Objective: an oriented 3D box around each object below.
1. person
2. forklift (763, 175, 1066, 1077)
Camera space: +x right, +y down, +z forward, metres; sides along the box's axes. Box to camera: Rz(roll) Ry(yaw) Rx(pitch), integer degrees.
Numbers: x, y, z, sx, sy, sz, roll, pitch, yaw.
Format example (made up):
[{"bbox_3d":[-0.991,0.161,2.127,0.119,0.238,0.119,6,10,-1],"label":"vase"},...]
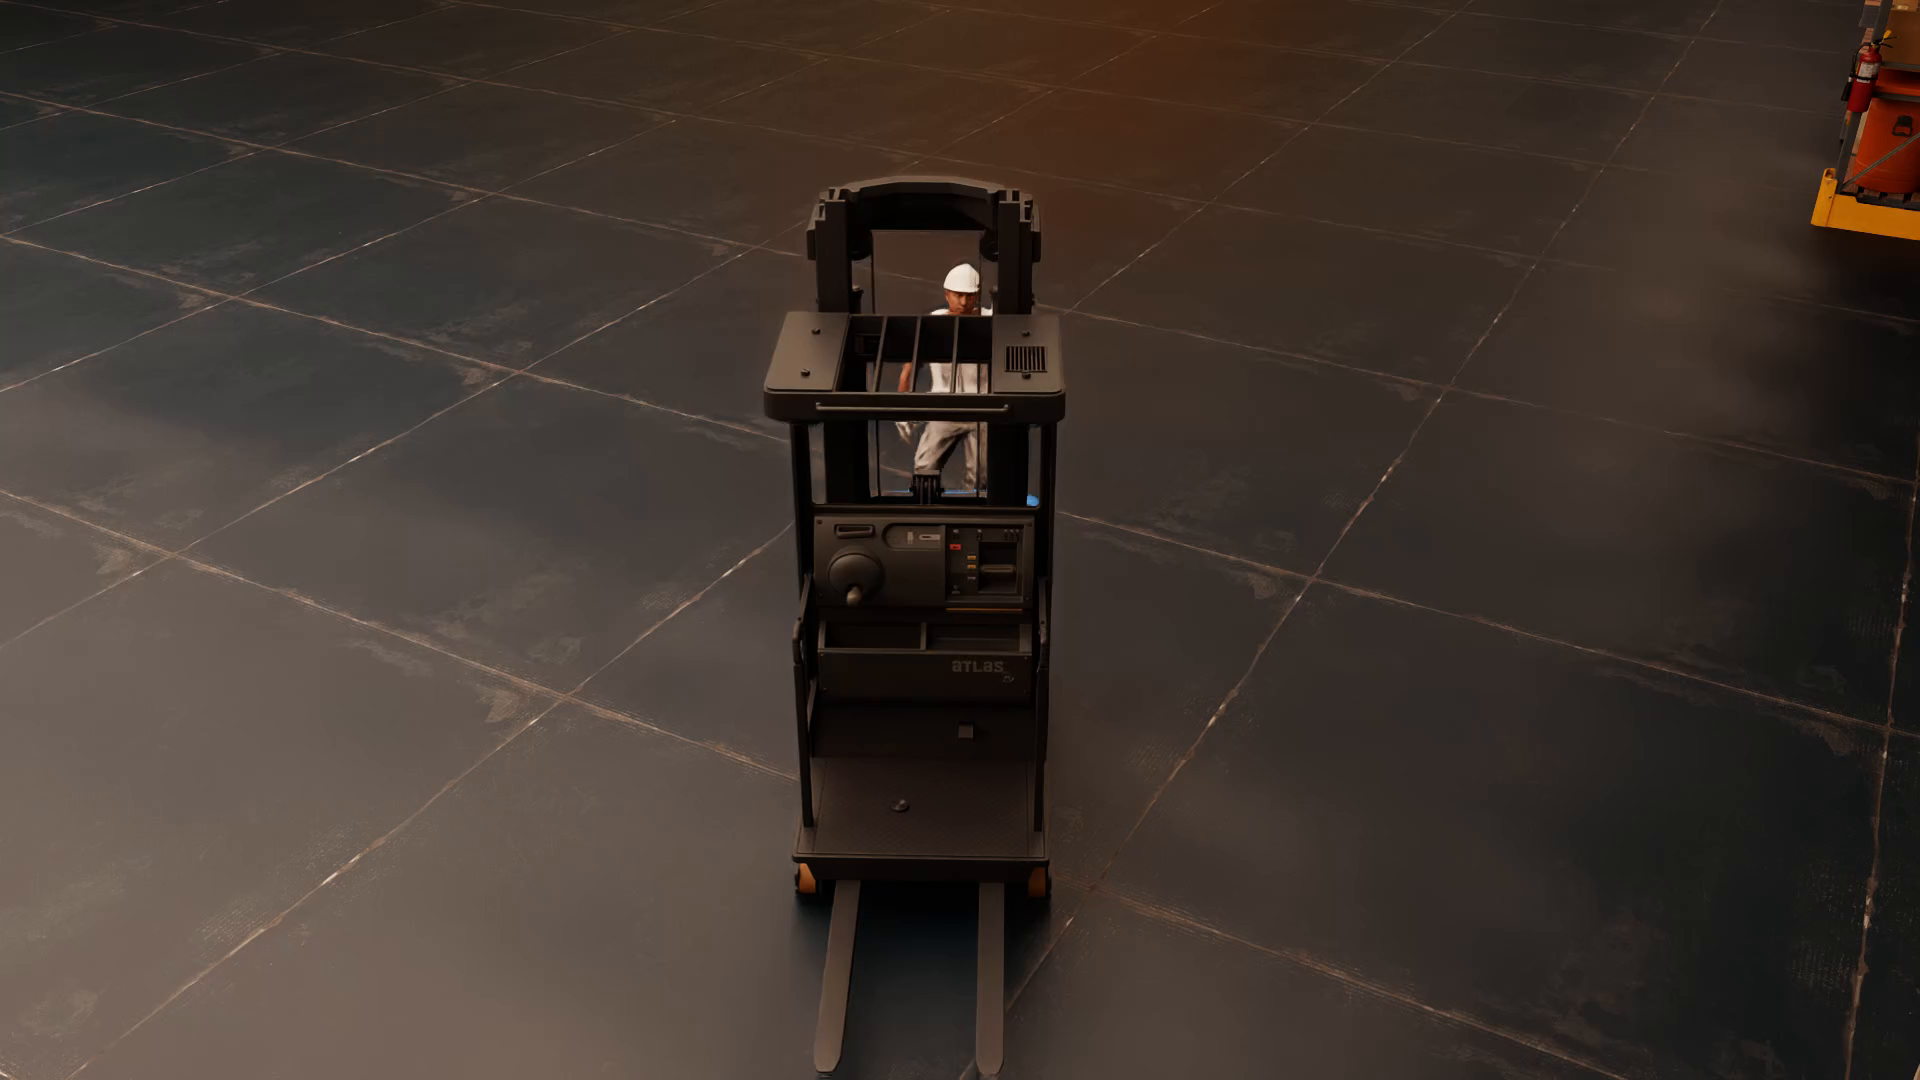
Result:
[{"bbox_3d":[-0.012,-0.701,9.483,0.734,1.761,0.508,3,30,5],"label":"person"},{"bbox_3d":[-0.154,0.138,6.831,1.130,2.935,3.031,1,30,1],"label":"forklift"}]
